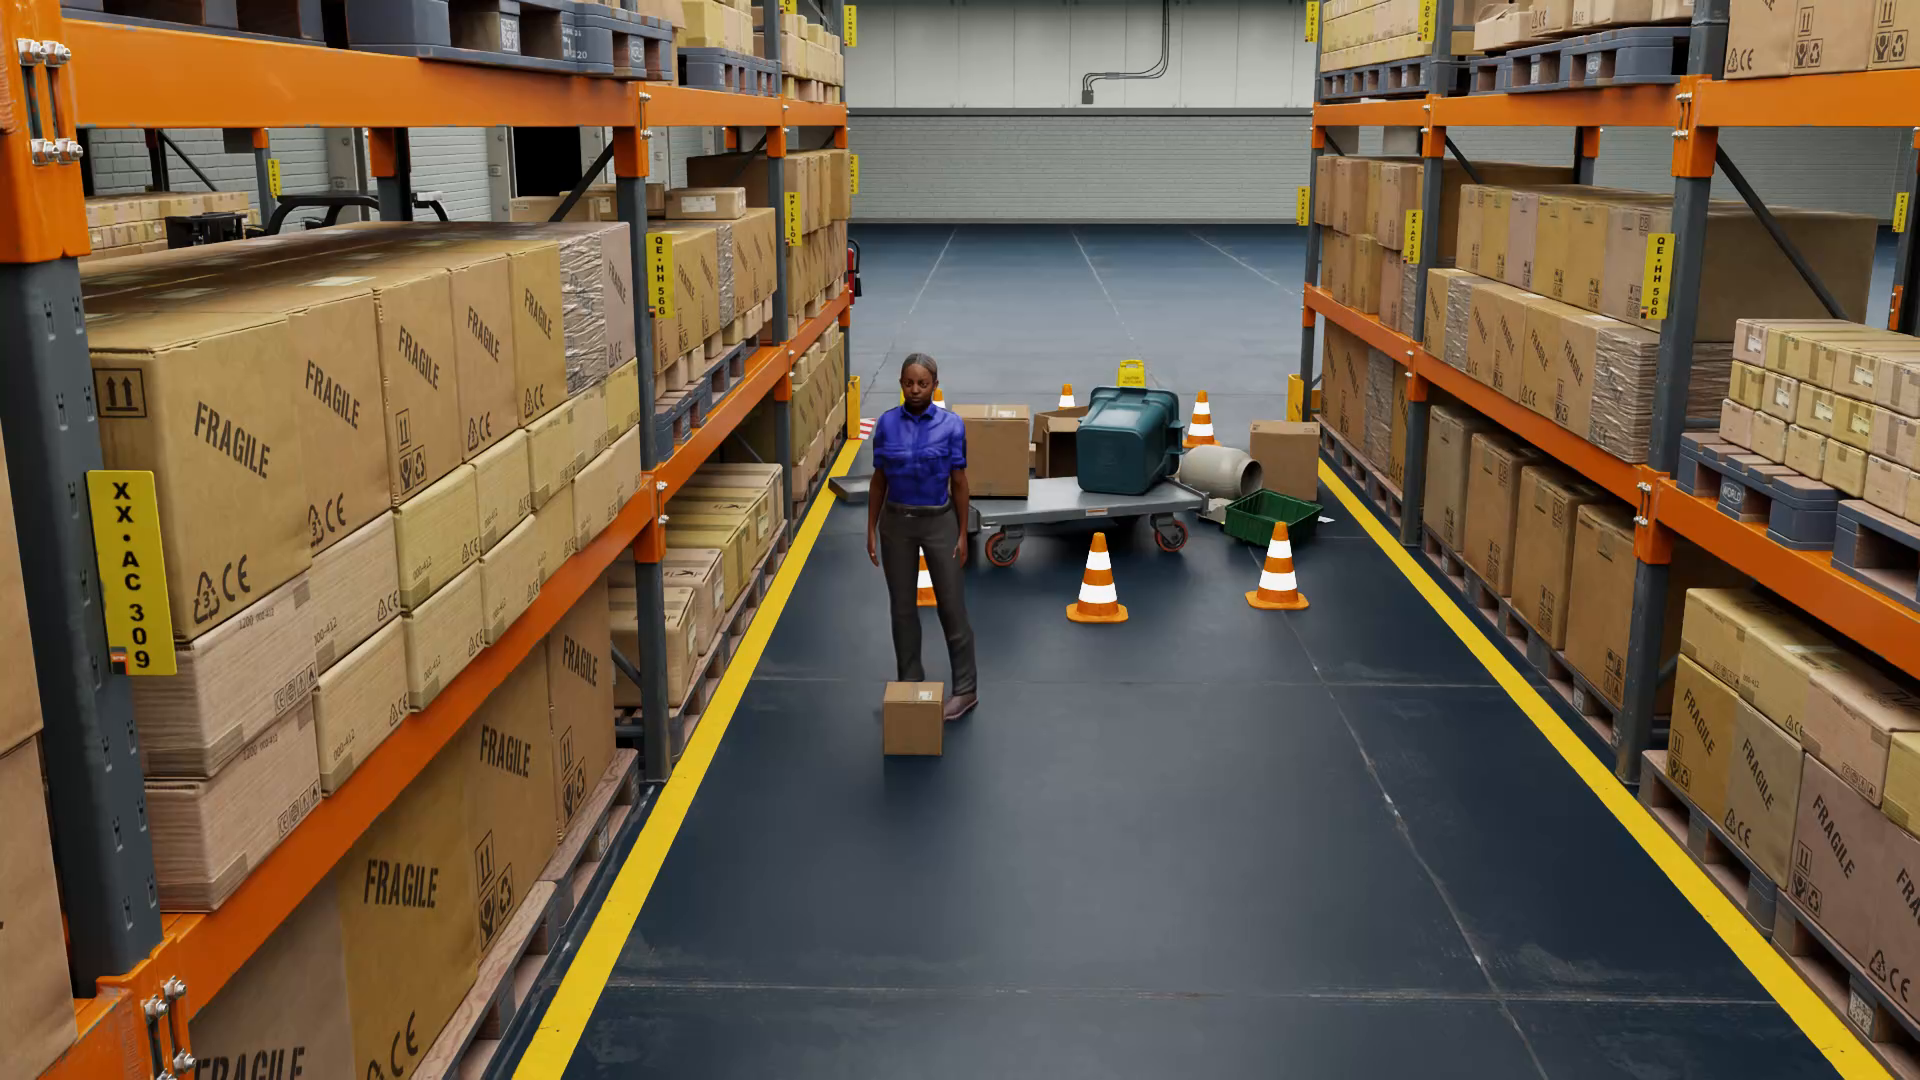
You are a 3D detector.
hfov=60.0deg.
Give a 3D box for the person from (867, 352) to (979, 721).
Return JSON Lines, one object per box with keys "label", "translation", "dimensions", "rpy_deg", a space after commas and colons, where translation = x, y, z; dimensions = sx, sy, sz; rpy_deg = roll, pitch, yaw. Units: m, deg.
{"label": "person", "translation": [-0.175, -0.021, 7.574], "dimensions": [0.514, 1.667, 0.348], "rpy_deg": [2, 14, 9]}
